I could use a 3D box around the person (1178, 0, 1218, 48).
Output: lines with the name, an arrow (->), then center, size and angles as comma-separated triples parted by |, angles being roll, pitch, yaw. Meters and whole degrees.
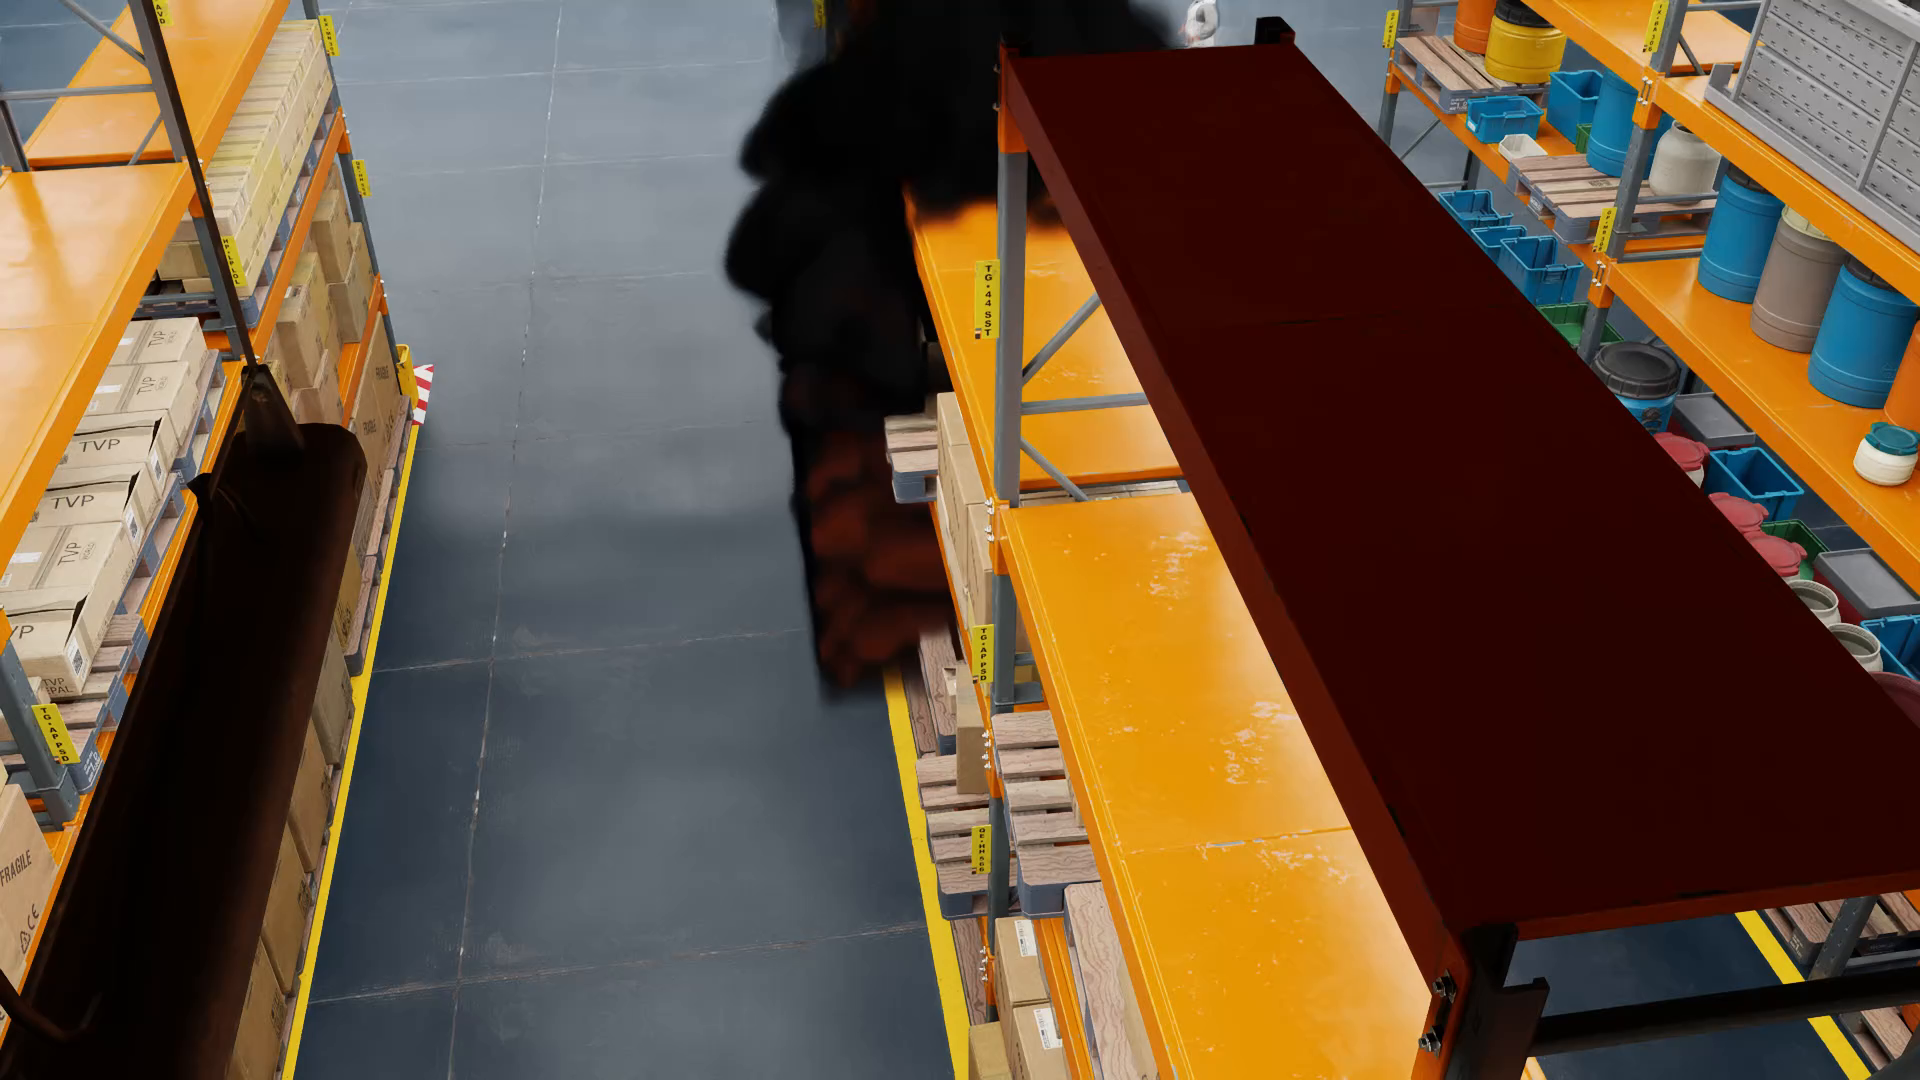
person -> 2.932, -6.049, 20.217 | 0.762, 1.738, 0.675 | 2, 36, 3
